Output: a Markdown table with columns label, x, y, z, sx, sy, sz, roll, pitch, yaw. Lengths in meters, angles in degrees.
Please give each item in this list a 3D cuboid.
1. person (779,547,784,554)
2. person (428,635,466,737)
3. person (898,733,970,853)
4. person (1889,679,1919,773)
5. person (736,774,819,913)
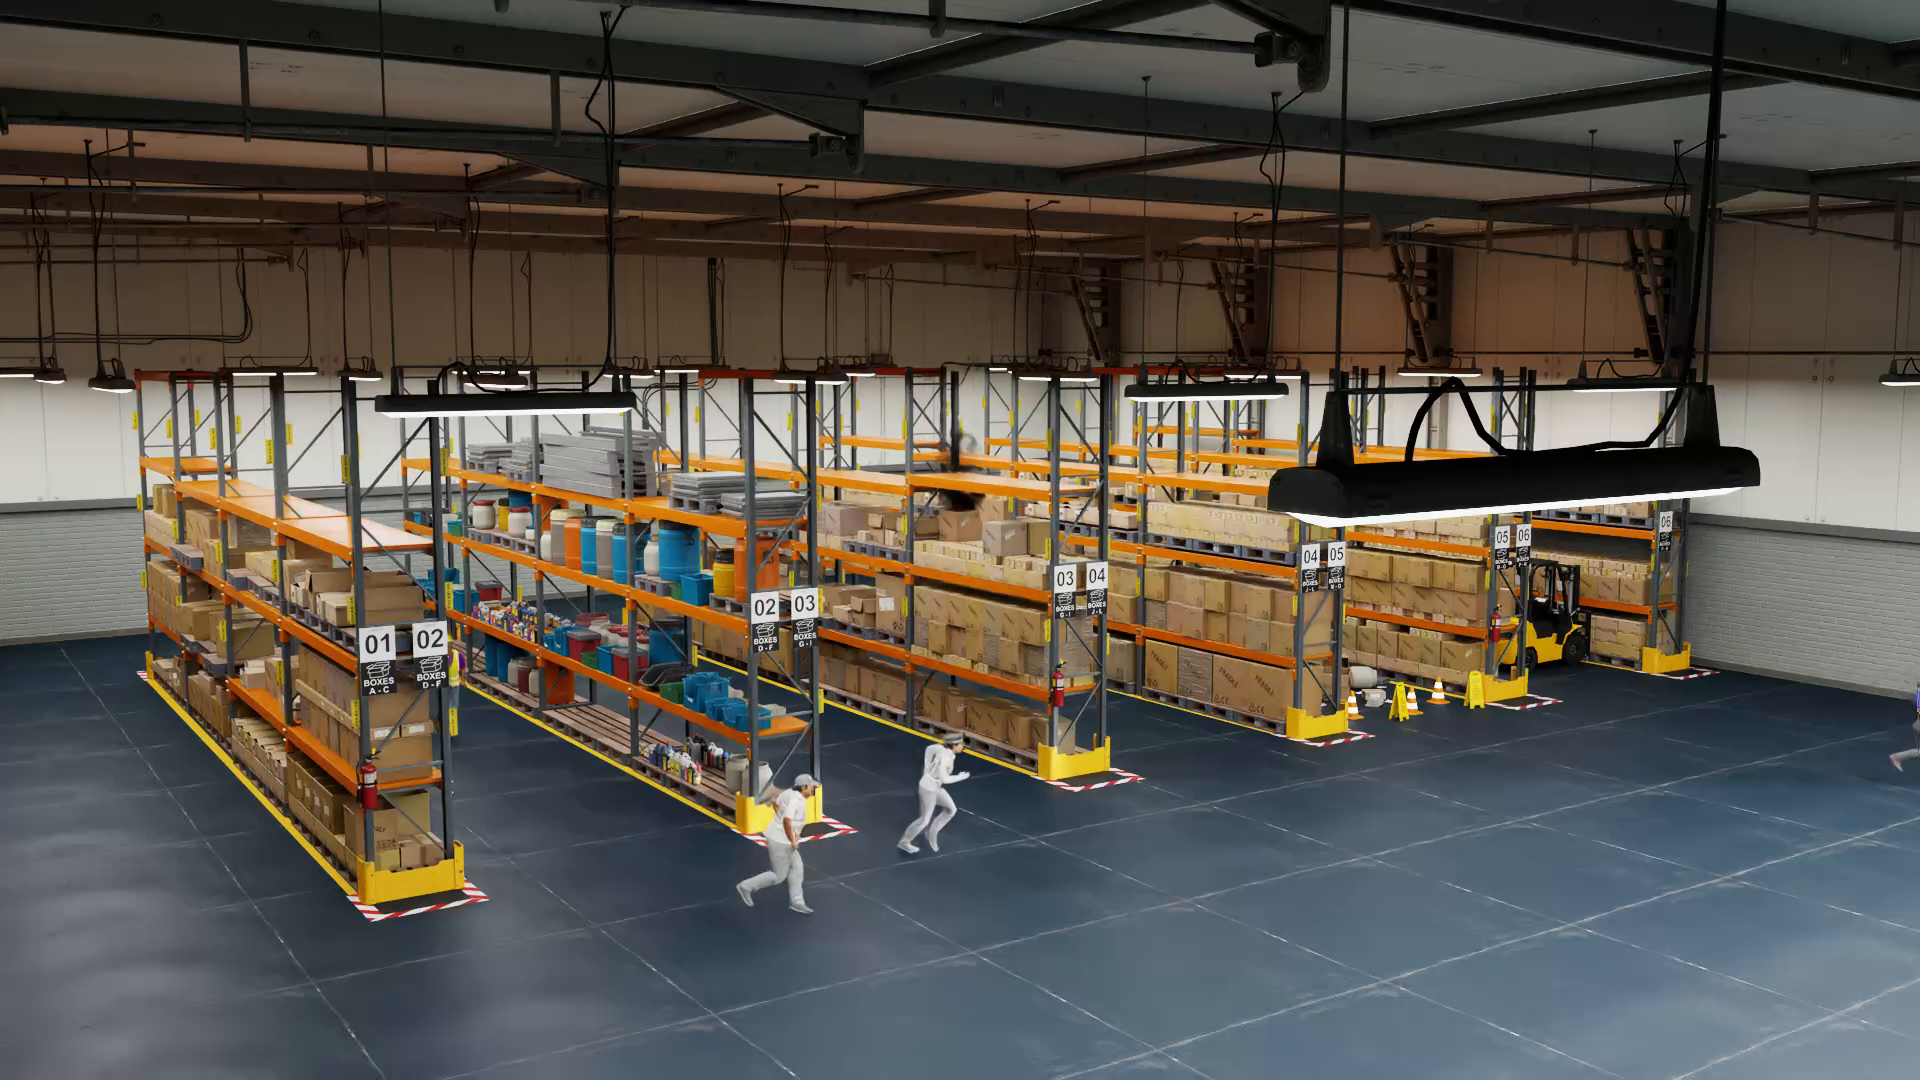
| label | x | y | z | sx | sy | sz | roll | pitch | yaw |
| --- | --- | --- | --- | --- | --- | --- | --- | --- | --- |
| person | -4.424 | 0.960 | 40.914 | 0.709 | 1.594 | 0.657 | 3 | 7 | 24 |
| person | -8.419 | 2.402 | 27.309 | 0.686 | 1.709 | 0.620 | -5 | 8 | -40 |
| person | -0.333 | 3.195 | 21.075 | 0.918 | 1.537 | 0.640 | 0 | 6 | 0 |
| person | 14.115 | 2.787 | 24.415 | 0.760 | 1.643 | 0.577 | 2 | 7 | 14 |
| person | -2.055 | 3.456 | 18.753 | 0.970 | 1.625 | 0.570 | -2 | 7 | -20 |
